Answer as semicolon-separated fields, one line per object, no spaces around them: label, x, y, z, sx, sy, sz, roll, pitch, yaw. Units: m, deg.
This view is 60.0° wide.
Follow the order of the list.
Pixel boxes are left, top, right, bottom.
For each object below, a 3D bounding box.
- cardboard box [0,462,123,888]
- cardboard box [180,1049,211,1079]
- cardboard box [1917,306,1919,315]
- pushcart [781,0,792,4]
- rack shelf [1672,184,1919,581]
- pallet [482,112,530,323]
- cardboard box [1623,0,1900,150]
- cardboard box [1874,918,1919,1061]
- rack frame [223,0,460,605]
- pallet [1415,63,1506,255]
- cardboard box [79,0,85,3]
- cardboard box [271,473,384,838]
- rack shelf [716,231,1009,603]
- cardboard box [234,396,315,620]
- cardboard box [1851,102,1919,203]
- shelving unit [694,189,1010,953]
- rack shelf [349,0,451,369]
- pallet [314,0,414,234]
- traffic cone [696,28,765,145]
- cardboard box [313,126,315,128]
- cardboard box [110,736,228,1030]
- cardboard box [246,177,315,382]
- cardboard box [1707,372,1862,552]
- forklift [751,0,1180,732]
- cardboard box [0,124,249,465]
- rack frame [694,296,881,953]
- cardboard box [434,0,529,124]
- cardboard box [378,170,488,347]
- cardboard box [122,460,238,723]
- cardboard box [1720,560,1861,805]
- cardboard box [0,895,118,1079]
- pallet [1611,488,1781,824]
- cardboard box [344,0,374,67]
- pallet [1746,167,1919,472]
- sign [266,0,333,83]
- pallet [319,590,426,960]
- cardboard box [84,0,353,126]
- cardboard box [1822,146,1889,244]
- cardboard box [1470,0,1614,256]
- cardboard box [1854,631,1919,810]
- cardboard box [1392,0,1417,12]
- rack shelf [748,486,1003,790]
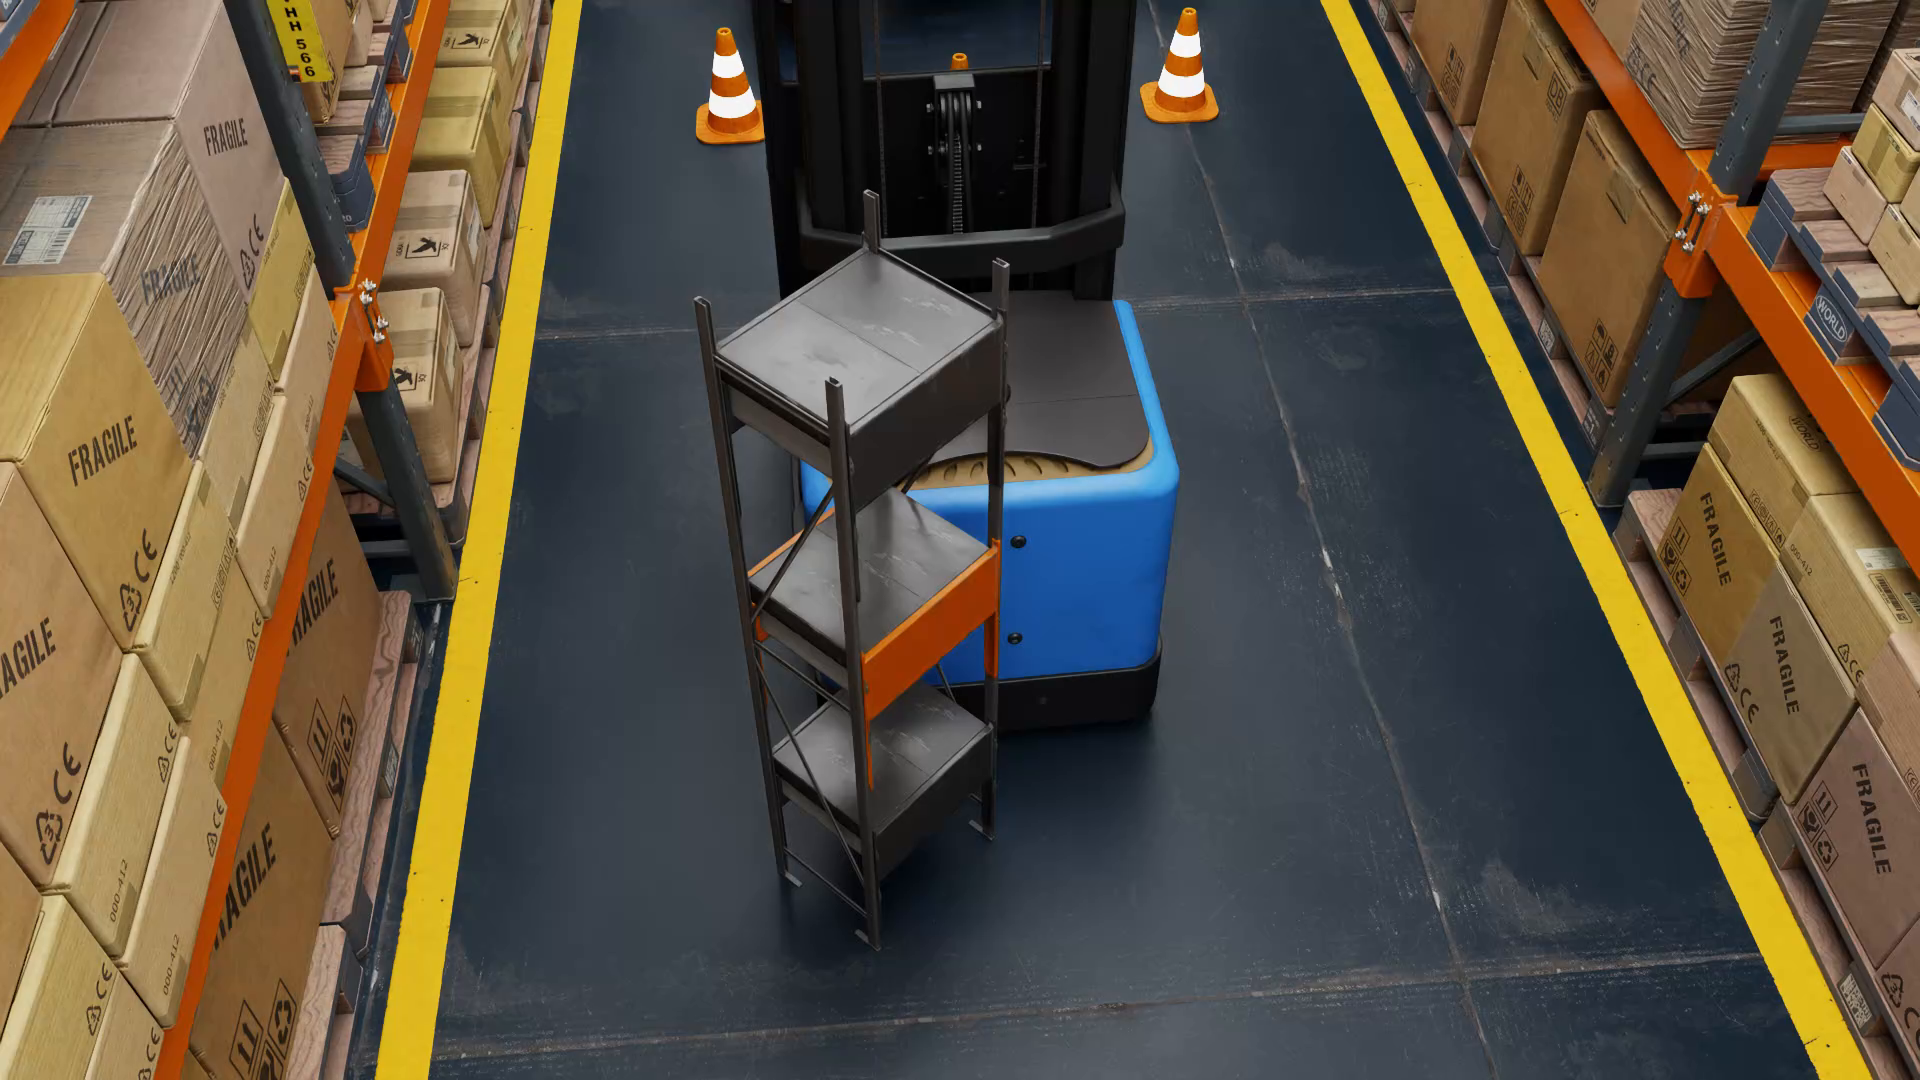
cardboard box;-1.764;0.238;2.701;0.500;0.500;0.500;-4;47;-4
cardboard box;-2.070;1.545;3.395;0.875;0.875;0.875;-2;47;-2
cardboard box;2.616;-0.545;4.084;0.380;0.149;0.250;-1;47;-1
pushcart;-0.257;-3.006;8.337;1.648;0.377;0.936;-19;49;-17
rack shelf;2.902;0.482;3.723;1.077;0.370;4.000;-3;47;-3
pallet;-2.353;-1.326;6.860;1.003;0.211;1.213;-3;47;-3
cardboard box;2.429;-1.557;5.089;0.500;0.500;0.500;-3;47;-3
cardboard box;2.675;1.134;4.043;0.500;0.500;0.500;-4;47;-4
rack frame;-2.190;-0.839;4.478;1.000;3.000;0.127;-3;47;-3
pallet;2.645;-1.709;7.224;1.003;0.211;1.213;-3;47;-3
cardboard box;-2.505;-1.432;4.477;0.500;0.500;0.500;-5;47;-4
cardboard box;-2.215;0.252;4.619;0.875;0.875;0.875;-4;47;-4
rack shelf;-0.215;-0.271;3.615;0.431;0.518;0.480;33;55;27
cardboard box;-1.830;-0.068;3.852;0.500;0.250;0.500;-3;47;-3
cardboard box;2.575;-1.011;4.321;0.380;0.149;0.250;-2;47;-2
shelving unit;-0.215;0.201;4.113;0.431;2.100;0.503;33;55;27
rack shelf;-2.357;-2.038;6.110;1.077;0.370;4.000;-3;47;-3
pallet;-2.356;-1.282;5.030;1.213;0.211;1.003;-3;47;-3
traffic cone;-1.026;-2.048;7.371;0.336;0.463;0.334;-3;47;-3
cardboard box;-2.032;-1.143;4.651;0.380;0.149;0.250;-6;47;-6
cardboard box;-1.733;0.664;3.158;0.500;0.250;0.500;-4;47;-4
cardboard box;-1.896;-0.624;4.034;0.500;0.250;0.500;-4;47;-3
cardboard box;2.551;-0.242;4.829;0.500;0.250;0.500;-5;47;-5
forklift;-0.072;-1.462;5.116;1.130;2.935;3.031;-5;47;-5
cardboard box;-1.835;-0.488;3.389;0.500;0.500;0.500;-3;47;-3
rack frame;-0.376;0.334;3.987;0.400;2.100;0.015;33;55;27
cardboard box;-2.415;-2.074;7.169;0.950;0.372;0.625;-1;47;-1
cardboard box;-2.297;-1.022;6.173;0.950;0.372;0.625;-4;47;-4
cardboard box;-1.786;0.116;3.333;0.500;0.250;0.500;-5;47;-4
cardboard box;2.585;0.393;4.744;0.500;0.500;0.500;-3;47;-3
cardboard box;-1.698;0.857;2.631;0.500;0.250;0.500;-3;47;-3
pallet;2.798;0.312;5.309;1.003;0.211;1.213;-3;47;-3
cardboard box;-1.999;-1.551;5.036;0.380;0.149;0.250;-6;47;-6
pallet;2.900;-0.638;4.420;1.213;0.211;1.003;-3;47;-3
sign;-1.637;-1.273;4.092;0.100;0.325;0.005;-3;47;-3
pallet;-2.199;0.695;4.946;1.003;0.211;1.213;-3;47;-3
cardboard box;-1.997;-1.459;4.503;0.500;0.500;0.500;-5;47;-4
cardboard box;2.571;-0.935;4.453;0.380;0.149;0.250;-4;47;-4
cardboard box;2.697;-1.662;6.518;1.050;0.750;0.750;-3;47;-3
cardboard box;2.622;0.484;4.142;0.500;0.250;0.500;-3;47;-3
cardboard box;2.541;-3.034;7.818;1.050;0.750;0.750;-4;47;-3
rack shelf;-0.215;0.210;4.123;0.431;0.518;0.480;33;55;27
